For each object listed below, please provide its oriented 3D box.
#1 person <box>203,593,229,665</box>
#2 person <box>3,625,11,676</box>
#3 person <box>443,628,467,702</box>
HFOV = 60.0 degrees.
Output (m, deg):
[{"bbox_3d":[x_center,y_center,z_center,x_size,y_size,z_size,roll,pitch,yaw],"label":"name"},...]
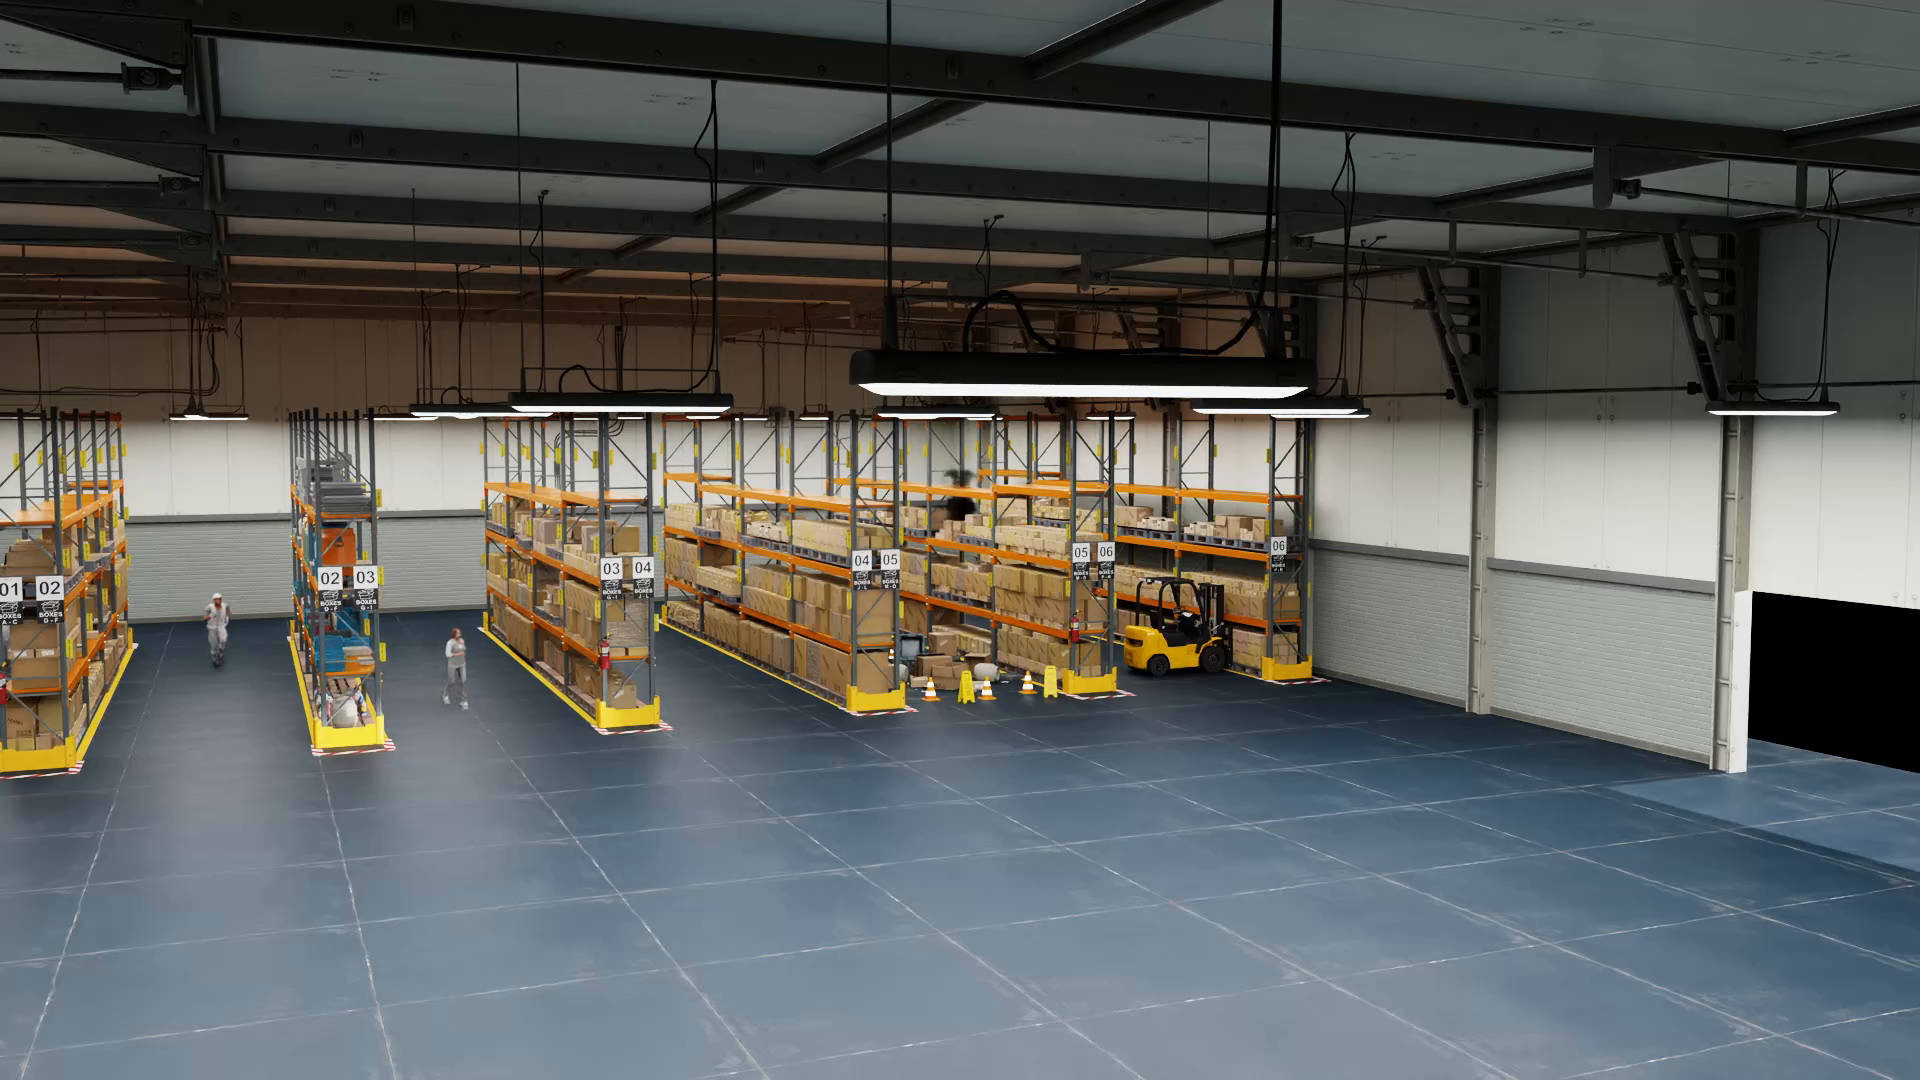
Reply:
[{"bbox_3d":[-17.489,2.091,39.137,0.603,1.708,0.890,-2,5,-30],"label":"person"},{"bbox_3d":[-21.269,2.301,36.982,0.671,1.655,0.797,-3,5,-36],"label":"person"},{"bbox_3d":[-10.156,2.505,33.436,0.504,1.482,0.814,-4,6,-44],"label":"person"}]
